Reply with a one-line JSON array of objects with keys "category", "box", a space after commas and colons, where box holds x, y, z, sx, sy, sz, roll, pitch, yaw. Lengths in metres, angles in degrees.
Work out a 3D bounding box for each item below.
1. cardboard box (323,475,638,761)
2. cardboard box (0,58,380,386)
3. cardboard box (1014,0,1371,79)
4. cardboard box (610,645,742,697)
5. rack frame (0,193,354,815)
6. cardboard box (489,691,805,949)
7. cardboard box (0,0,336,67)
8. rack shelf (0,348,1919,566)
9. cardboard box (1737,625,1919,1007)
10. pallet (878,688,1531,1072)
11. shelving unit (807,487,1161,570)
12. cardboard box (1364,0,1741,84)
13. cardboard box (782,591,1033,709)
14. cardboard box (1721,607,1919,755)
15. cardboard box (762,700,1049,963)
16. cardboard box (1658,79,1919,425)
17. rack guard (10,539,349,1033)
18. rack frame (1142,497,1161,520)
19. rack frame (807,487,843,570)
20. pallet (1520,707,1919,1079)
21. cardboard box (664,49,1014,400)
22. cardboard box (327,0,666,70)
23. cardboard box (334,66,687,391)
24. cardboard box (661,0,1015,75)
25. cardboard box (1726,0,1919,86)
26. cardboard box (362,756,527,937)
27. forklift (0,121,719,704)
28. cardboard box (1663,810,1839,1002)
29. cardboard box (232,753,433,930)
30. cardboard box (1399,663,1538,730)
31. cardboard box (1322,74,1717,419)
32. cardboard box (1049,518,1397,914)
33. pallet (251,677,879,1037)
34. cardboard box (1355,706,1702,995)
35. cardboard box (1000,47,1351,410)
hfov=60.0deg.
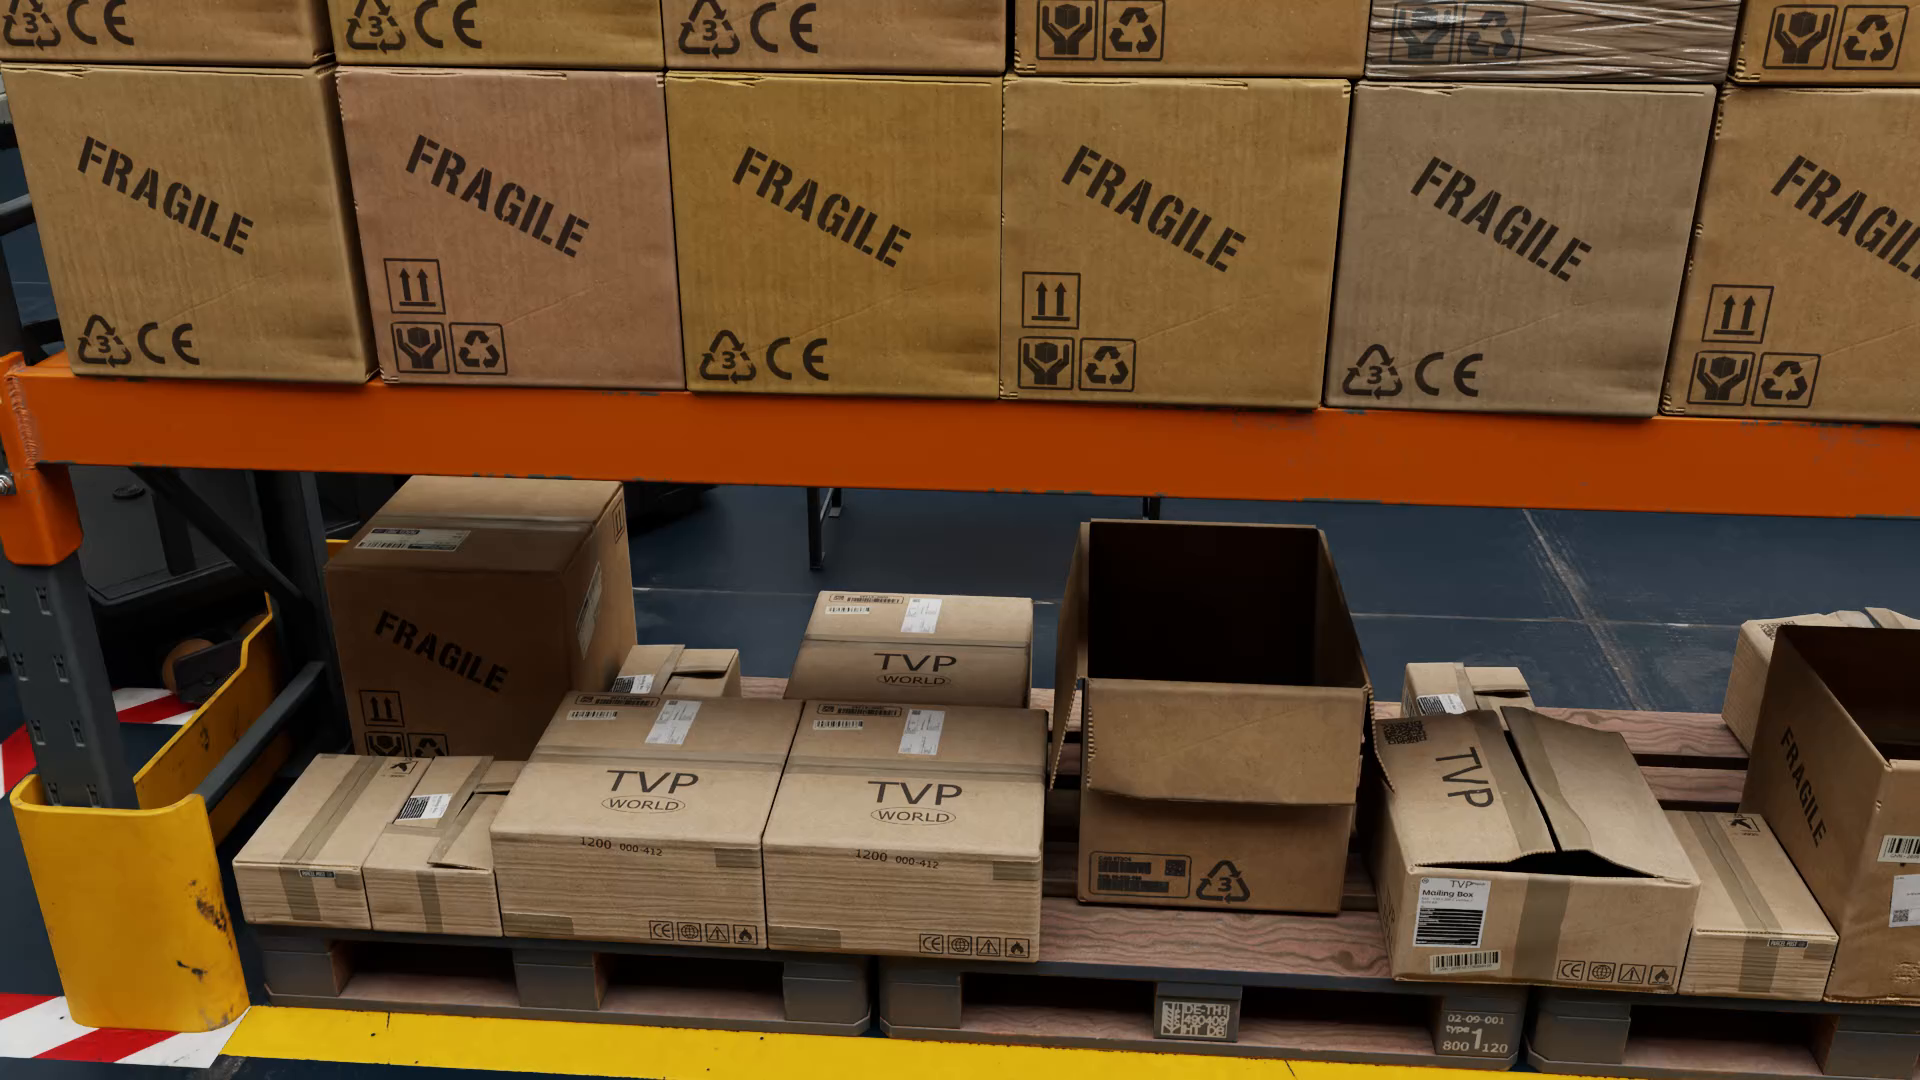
[{"category": "cardboard box", "box": [-1.044, 0.185, 3.725, 0.500, 0.500, 0.500, 2, 25, 4]}, {"category": "cardboard box", "box": [-1.182, -0.587, 2.818, 0.500, 0.500, 0.500, 2, 25, 5]}, {"category": "cardboard box", "box": [0.344, -0.994, 2.506, 0.500, 0.500, 0.500, 2, 25, 4]}, {"category": "cardboard box", "box": [-0.647, 0.387, 3.685, 0.250, 0.166, 0.380, 2, 25, 4]}, {"category": "rack frame", "box": [-1.605, -0.666, 3.109, 0.127, 3.000, 1.000, 2, 25, 4]}, {"category": "cardboard box", "box": [-0.586, 0.535, 3.262, 0.500, 0.250, 0.500, 2, 25, 4]}, {"category": "cardboard box", "box": [-1.182, -1.041, 2.609, 0.500, 0.500, 0.500, 3, 25, 6]}, {"category": "rack shelf", "box": [0.389, -0.275, 3.120, 4.000, 0.370, 1.077, 2, 25, 4]}, {"category": "cardboard box", "box": [1.794, 0.498, 3.044, 0.500, 0.500, 0.500, 2, 25, 4]}, {"category": "pallet", "box": [0.479, 0.669, 3.545, 1.213, 0.211, 1.003, 2, 25, 4]}, {"category": "shelving unit", "box": [0.085, -0.679, 4.931, 1.048, 1.500, 0.538, 2, 25, 4]}, {"category": "cardboard box", "box": [0.846, -0.977, 2.470, 0.500, 0.500, 0.500, 2, 25, 4]}, {"category": "cardboard box", "box": [-0.099, 0.341, 3.684, 0.500, 0.250, 0.500, 2, 25, 4]}, {"category": "cardboard box", "box": [1.982, 0.380, 3.526, 0.500, 0.311, 0.500, 2, 25, 4]}, {"category": "cardboard box", "box": [-0.087, 0.551, 3.227, 0.500, 0.250, 0.500, 2, 25, 4]}, {"category": "cardboard box", "box": [1.351, -0.508, 2.647, 0.500, 0.500, 0.500, 3, 25, 5]}, {"category": "rack guard", "box": [-1.529, 0.472, 3.626, 0.348, 0.500, 1.175, 2, 25, 4]}, {"category": "rack frame", "box": [0.592, -0.662, 4.895, 0.032, 1.500, 0.500, 2, 25, 4]}, {"category": "rack frame", "box": [-0.422, -0.695, 4.966, 0.032, 1.500, 0.500, 2, 25, 4]}, {"category": "pallet", "box": [1.699, 0.707, 3.462, 1.213, 0.211, 1.003, 2, 25, 4]}, {"category": "cardboard box", "box": [-0.167, -0.556, 2.750, 0.500, 0.500, 0.500, 2, 25, 4]}, {"category": "cardboard box", "box": [-0.661, -1.028, 2.580, 0.500, 0.500, 0.500, 2, 25, 5]}, {"category": "cardboard box", "box": [-0.668, -0.573, 2.787, 0.500, 0.500, 0.500, 2, 25, 3]}, {"category": "cardboard box", "box": [-0.162, -1.010, 2.540, 0.500, 0.500, 0.500, 2, 25, 5]}, {"category": "cardboard box", "box": [1.349, -0.961, 2.435, 0.500, 0.500, 0.500, 1, 25, 3]}, {"category": "cardboard box", "box": [-0.964, 0.586, 3.251, 0.250, 0.166, 0.380, 2, 25, 4]}, {"category": "forklift", "box": [-2.155, -1.146, 4.233, 1.130, 2.935, 3.031, 21, 32, 38]}, {"category": "cardboard box", "box": [1.415, 0.670, 3.089, 0.250, 0.149, 0.380, 2, 25, 4]}, {"category": "cardboard box", "box": [-1.214, 0.586, 3.272, 0.250, 0.149, 0.380, 2, 25, 4]}, {"category": "cardboard box", "box": [1.118, 0.422, 3.607, 0.250, 0.166, 0.380, 2, 25, 4]}, {"category": "cardboard box", "box": [0.839, -0.524, 2.680, 0.500, 0.500, 0.500, 2, 25, 5]}, {"category": "cardboard box", "box": [0.510, 0.338, 3.386, 0.637, 0.503, 0.797, 2, 25, 4]}, {"category": "pallet", "box": [-0.734, 0.629, 3.632, 1.213, 0.211, 1.003, 2, 25, 4]}, {"category": "cardboard box", "box": [1.046, 0.560, 3.136, 0.500, 0.311, 0.500, 2, 25, 4]}, {"category": "cardboard box", "box": [0.331, -0.539, 2.713, 0.500, 0.500, 0.500, 2, 25, 5]}]
